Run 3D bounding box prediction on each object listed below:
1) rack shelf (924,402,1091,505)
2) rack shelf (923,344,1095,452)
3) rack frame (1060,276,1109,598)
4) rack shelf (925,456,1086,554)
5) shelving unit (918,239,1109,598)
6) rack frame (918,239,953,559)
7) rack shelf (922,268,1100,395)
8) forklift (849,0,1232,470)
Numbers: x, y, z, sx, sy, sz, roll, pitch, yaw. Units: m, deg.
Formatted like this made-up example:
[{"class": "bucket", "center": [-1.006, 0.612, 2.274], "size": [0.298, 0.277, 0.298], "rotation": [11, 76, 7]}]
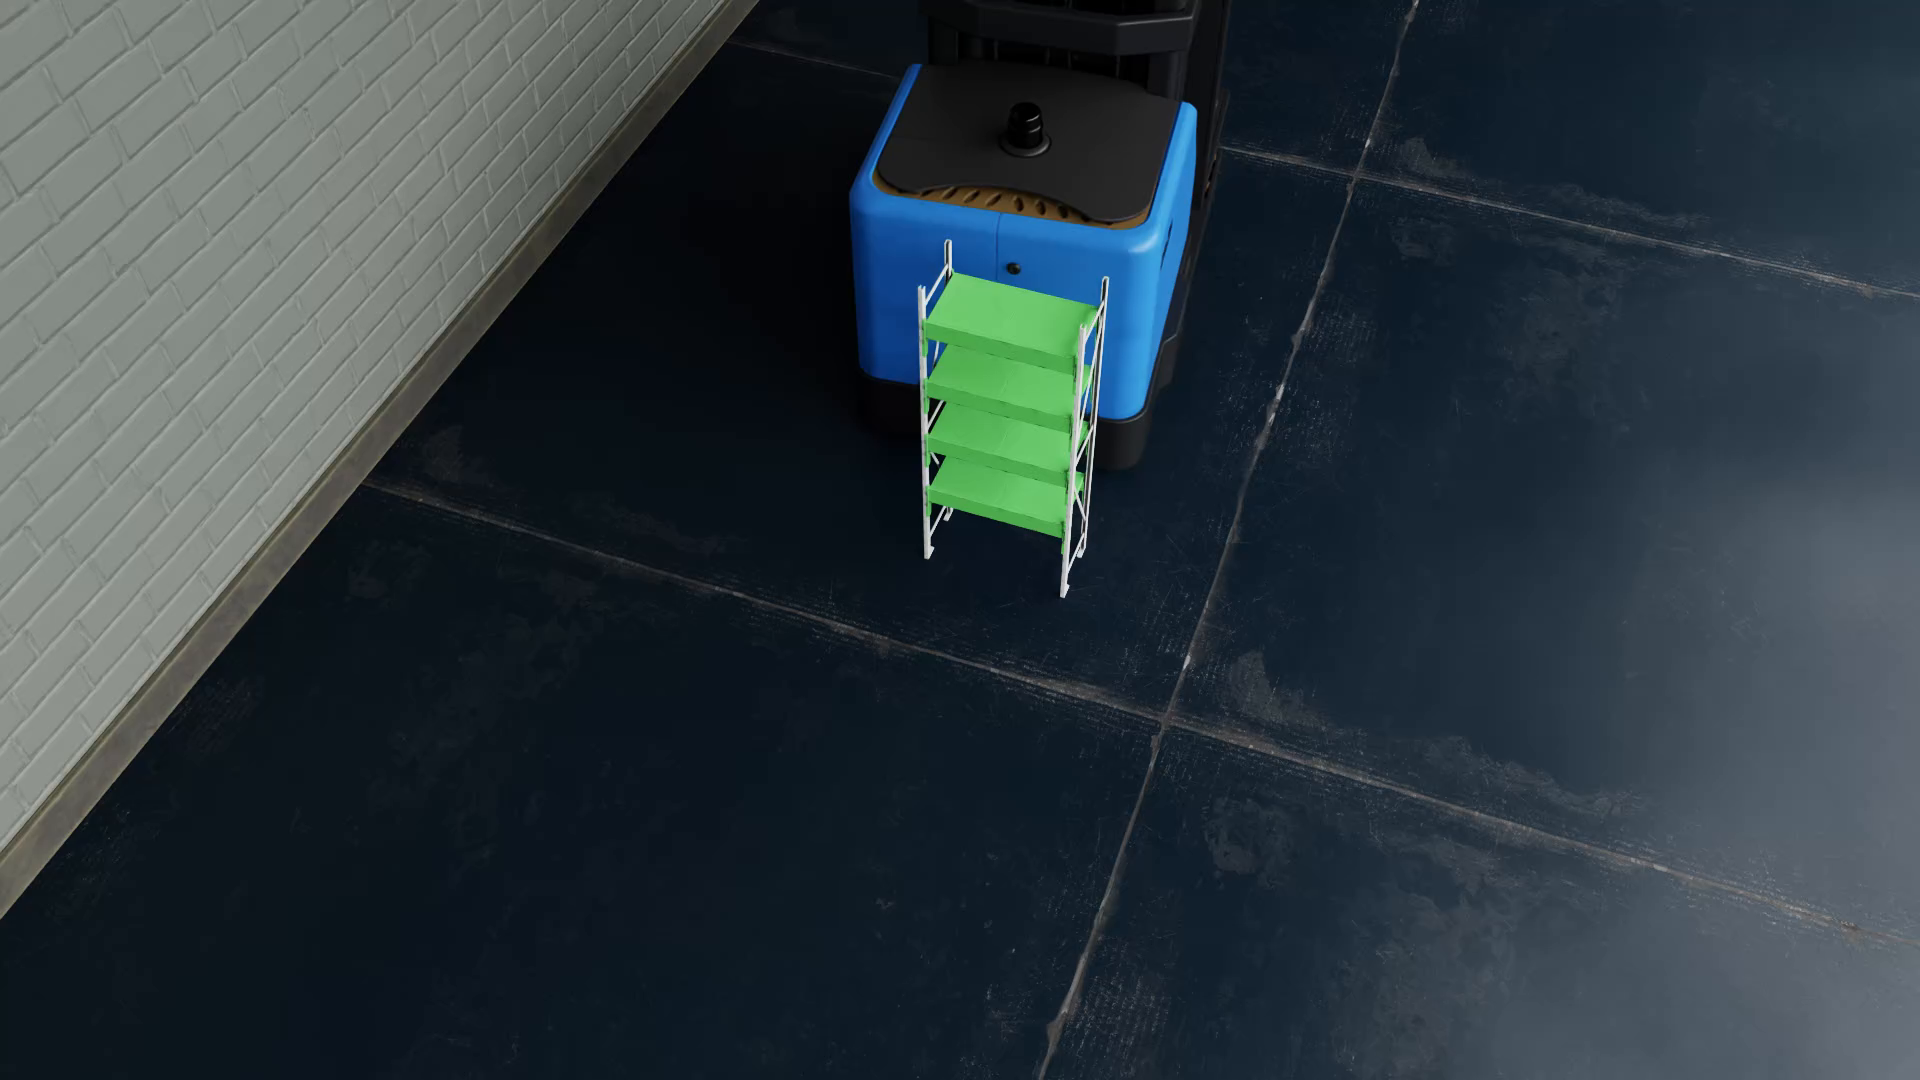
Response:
[{"class": "rack shelf", "center": [0.155, -0.308, 5.307], "size": [0.480, 0.148, 0.258], "rotation": [16, 51, 13]}, {"class": "rack shelf", "center": [0.155, -0.465, 5.126], "size": [0.480, 0.148, 0.258], "rotation": [16, 51, 13]}, {"class": "rack frame", "center": [0.384, -0.286, 5.204], "size": [0.015, 1.200, 0.240], "rotation": [16, 51, 13]}, {"class": "rack shelf", "center": [0.155, -0.151, 5.489], "size": [0.480, 0.148, 0.258], "rotation": [16, 51, 13]}, {"class": "shelving unit", "center": [0.155, -0.350, 5.259], "size": [0.503, 1.200, 0.258], "rotation": [16, 51, 13]}, {"class": "rack frame", "center": [-0.074, -0.414, 5.314], "size": [0.015, 1.200, 0.240], "rotation": [16, 51, 13]}, {"class": "rack shelf", "center": [0.155, -0.622, 4.945], "size": [0.480, 0.148, 0.258], "rotation": [16, 51, 13]}, {"class": "forklift", "center": [0.481, -2.347, 5.844], "size": [1.130, 2.935, 3.031], "rotation": [11, 50, 9]}]
